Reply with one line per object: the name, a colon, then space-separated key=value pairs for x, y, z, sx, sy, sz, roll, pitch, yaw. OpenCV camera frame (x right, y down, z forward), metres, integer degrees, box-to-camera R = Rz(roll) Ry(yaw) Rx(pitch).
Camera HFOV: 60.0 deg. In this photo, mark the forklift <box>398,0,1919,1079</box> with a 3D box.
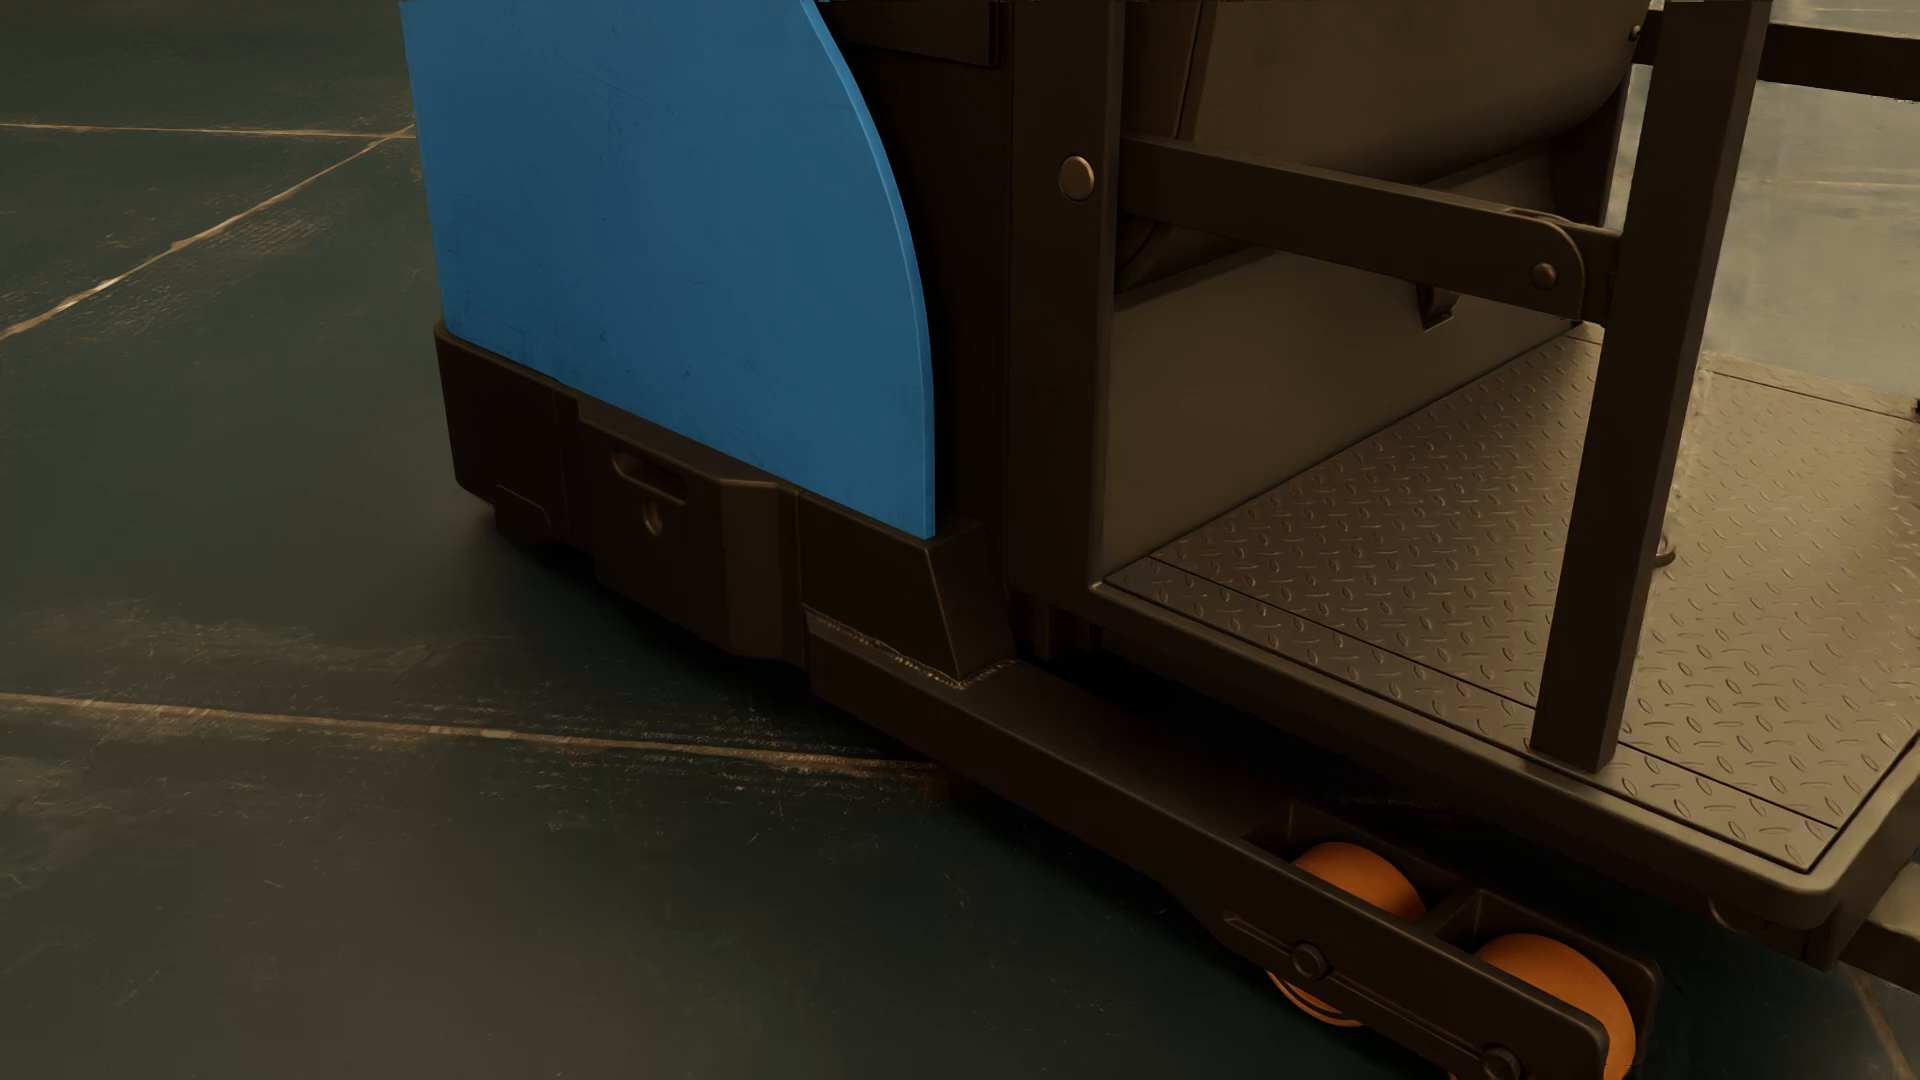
forklift: x=0.643 y=-1.057 z=1.336 sx=3.031 sy=2.935 sz=1.130 roll=23 pitch=35 yaw=38
